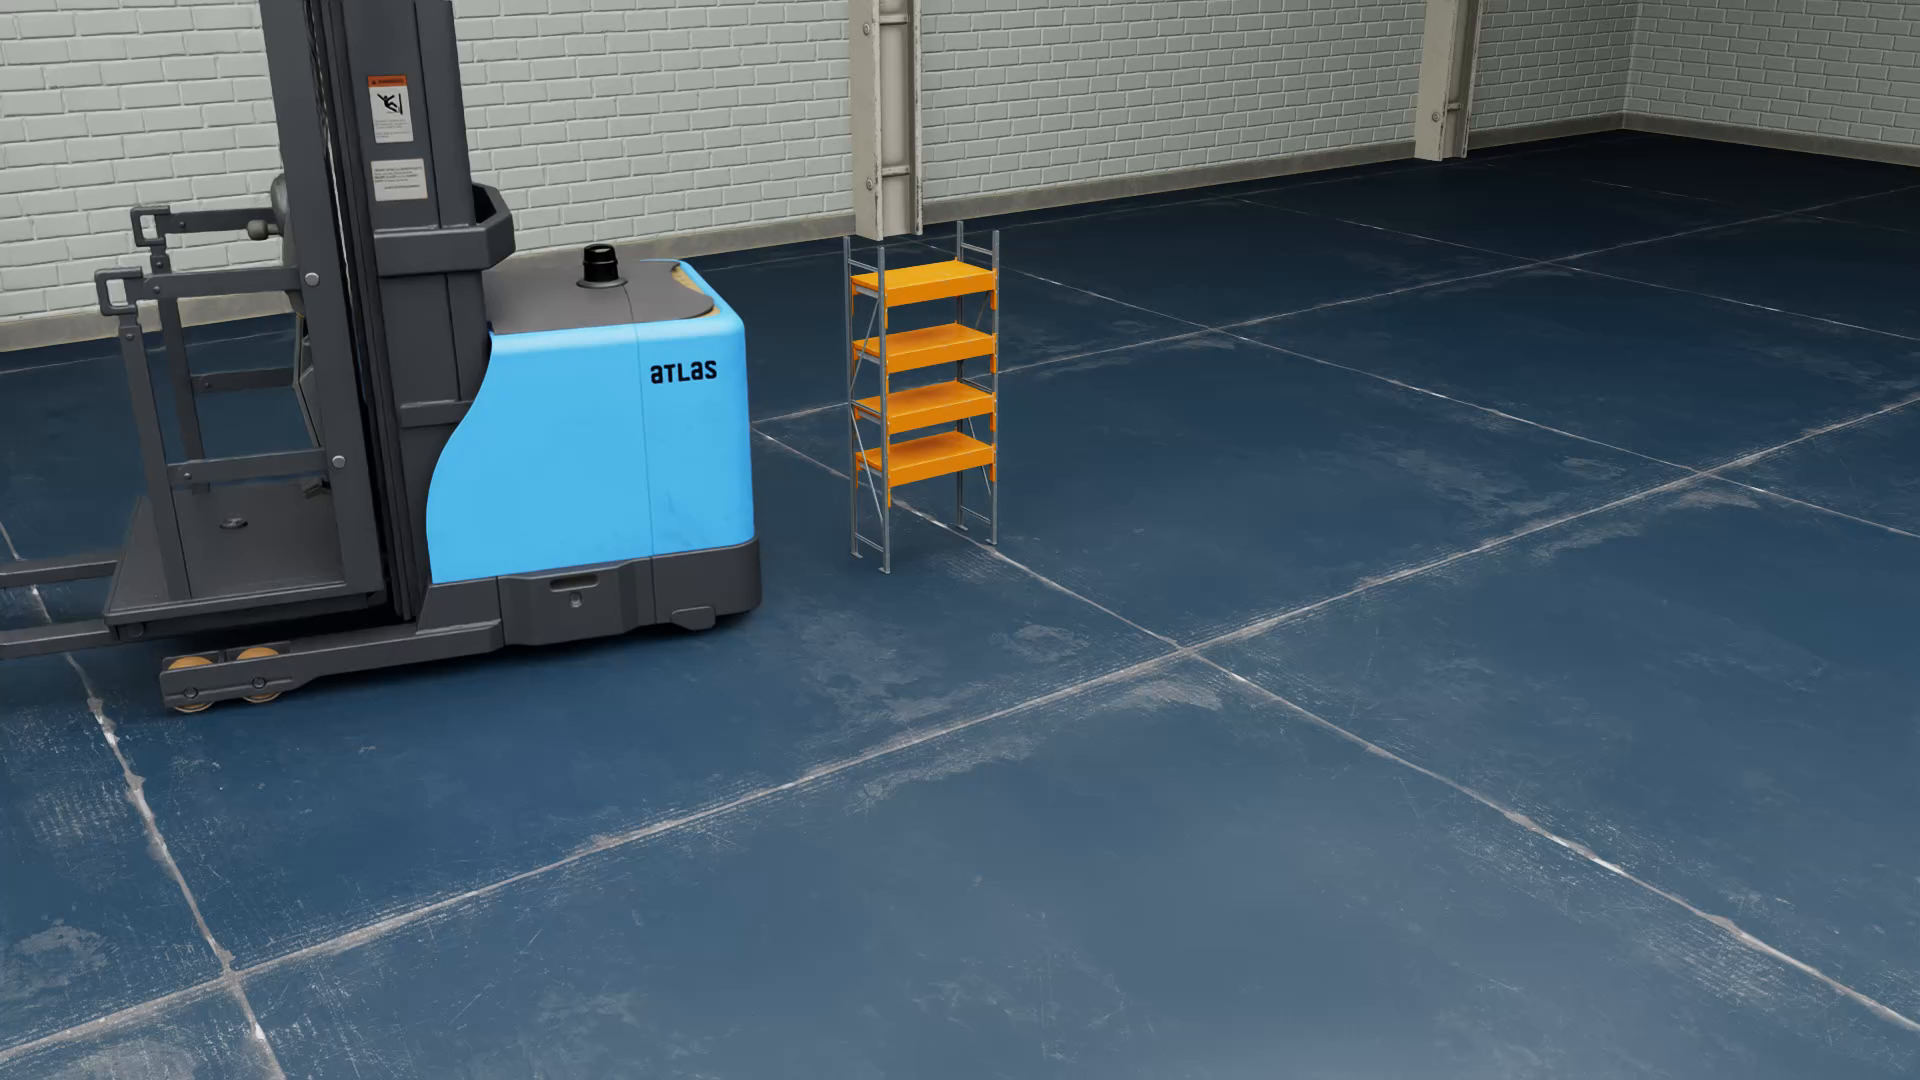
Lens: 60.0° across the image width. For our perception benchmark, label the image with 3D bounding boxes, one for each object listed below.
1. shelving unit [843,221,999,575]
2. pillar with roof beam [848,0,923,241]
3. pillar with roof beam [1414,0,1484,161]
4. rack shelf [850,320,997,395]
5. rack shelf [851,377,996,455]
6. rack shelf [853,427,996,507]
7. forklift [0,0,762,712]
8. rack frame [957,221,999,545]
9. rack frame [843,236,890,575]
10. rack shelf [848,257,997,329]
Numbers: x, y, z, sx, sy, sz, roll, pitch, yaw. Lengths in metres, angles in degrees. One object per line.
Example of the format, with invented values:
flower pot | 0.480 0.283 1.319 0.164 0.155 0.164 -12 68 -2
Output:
shelving unit | -0.134 -0.521 6.084 0.503 1.200 0.258 -15 26 -33
pillar with roof beam | 2.003 -5.071 6.962 0.400 9.000 9.100 -15 26 -33
pillar with roof beam | 6.873 -6.369 10.217 0.400 9.000 9.100 -15 26 -33
rack shelf | -0.134 -0.667 6.026 0.480 0.148 0.258 -15 26 -33
rack shelf | -0.134 -0.459 6.109 0.480 0.148 0.258 -15 26 -33
rack shelf | -0.134 -0.275 6.183 0.480 0.148 0.258 -15 26 -33
forklift | -2.251 -1.056 5.087 3.031 2.935 1.130 -8 23 -18
rack frame | 0.064 -0.574 6.217 0.015 1.200 0.240 -15 26 -33
rack frame | -0.332 -0.469 5.952 0.015 1.200 0.240 -15 26 -33
rack shelf | -0.134 -0.886 5.939 0.480 0.148 0.258 -15 26 -33
